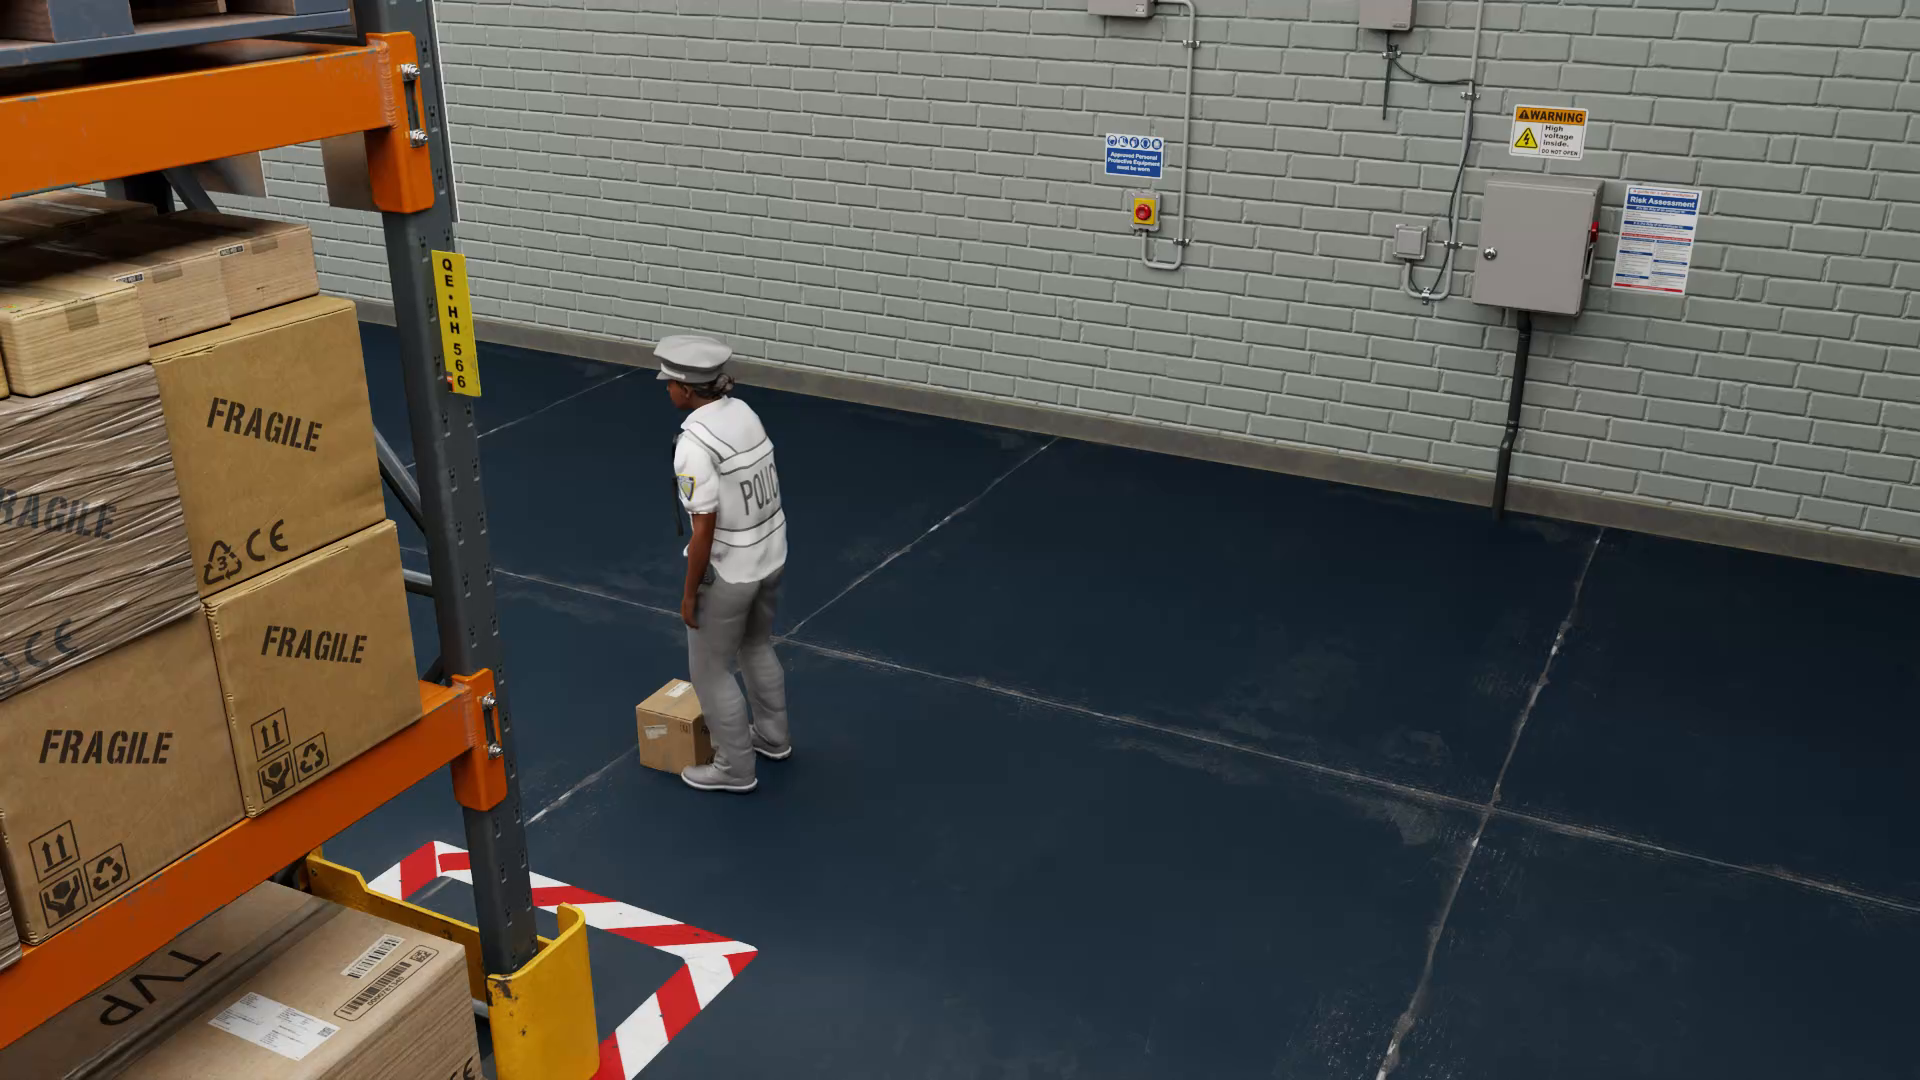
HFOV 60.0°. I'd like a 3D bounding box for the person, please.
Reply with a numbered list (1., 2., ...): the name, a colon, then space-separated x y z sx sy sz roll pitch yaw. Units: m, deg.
1. person: -0.818 0.096 5.864 0.396 1.661 0.532 10 25 22
